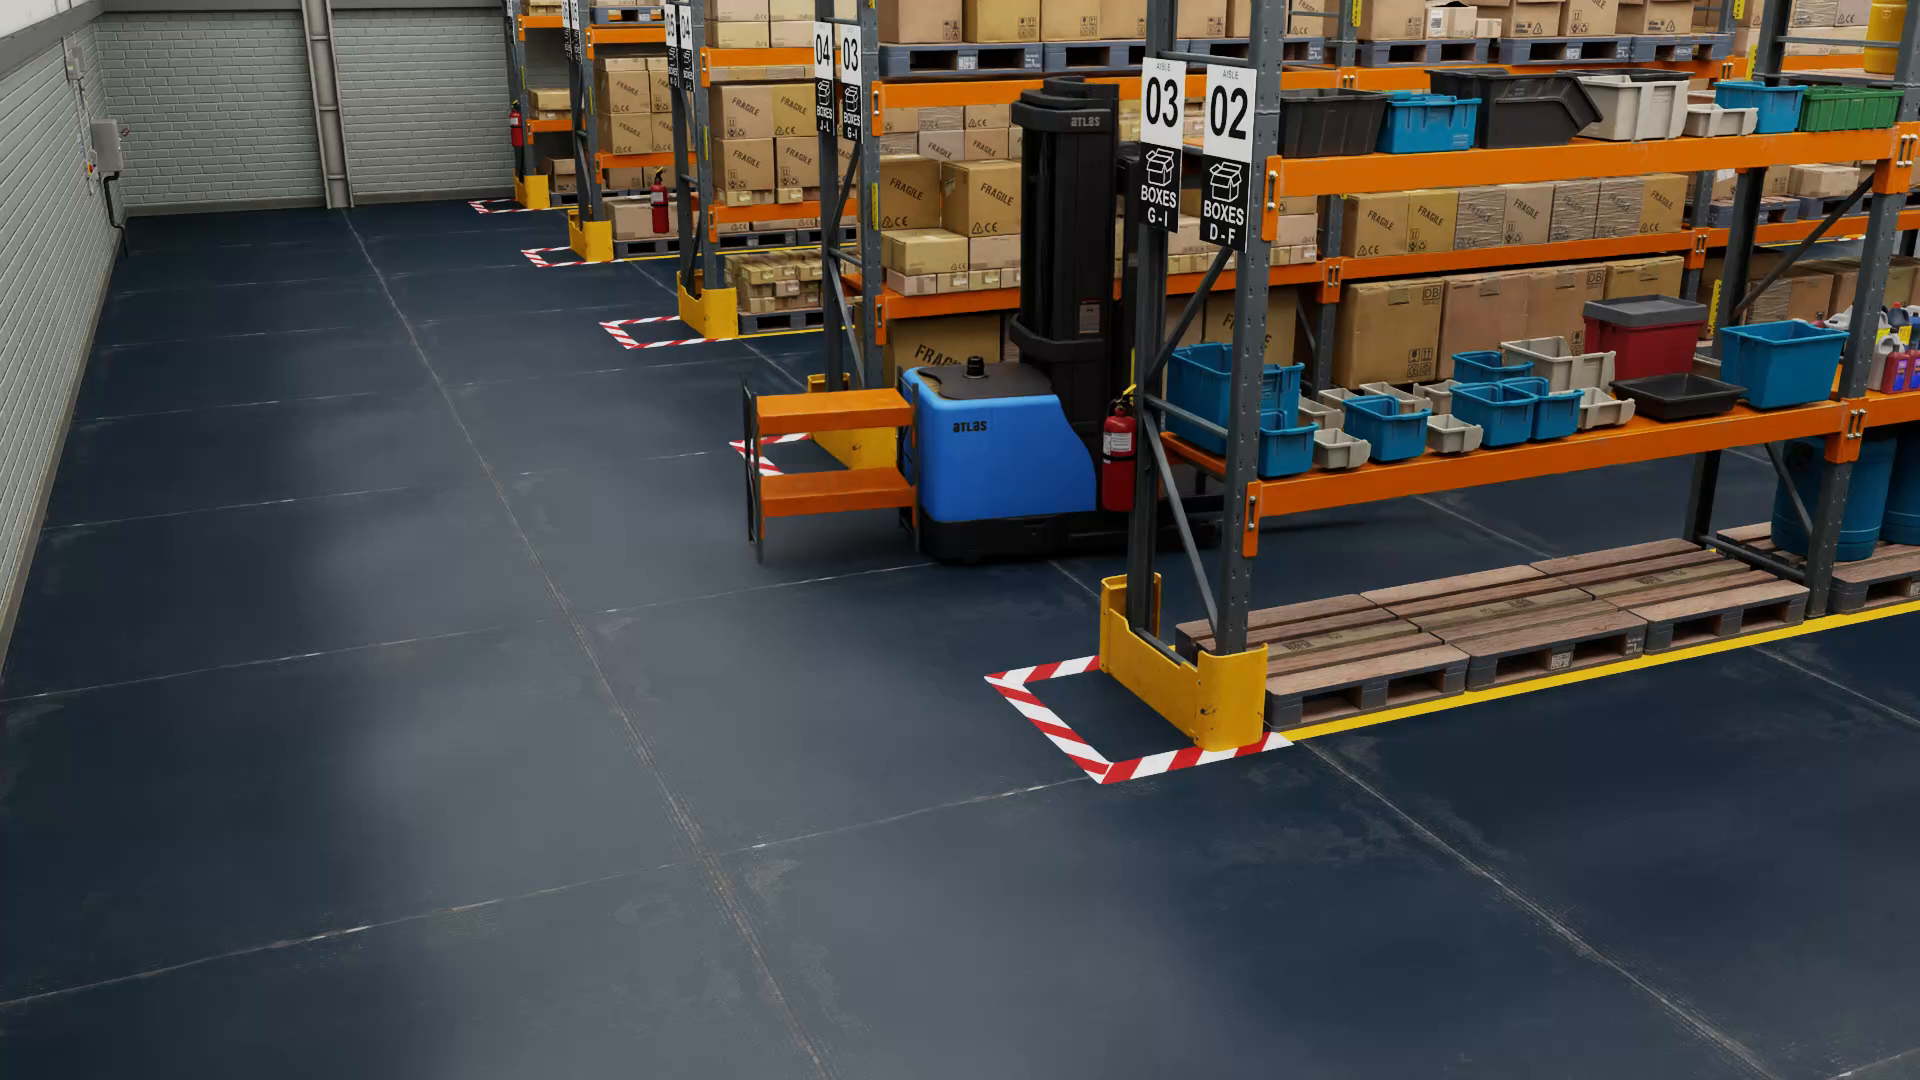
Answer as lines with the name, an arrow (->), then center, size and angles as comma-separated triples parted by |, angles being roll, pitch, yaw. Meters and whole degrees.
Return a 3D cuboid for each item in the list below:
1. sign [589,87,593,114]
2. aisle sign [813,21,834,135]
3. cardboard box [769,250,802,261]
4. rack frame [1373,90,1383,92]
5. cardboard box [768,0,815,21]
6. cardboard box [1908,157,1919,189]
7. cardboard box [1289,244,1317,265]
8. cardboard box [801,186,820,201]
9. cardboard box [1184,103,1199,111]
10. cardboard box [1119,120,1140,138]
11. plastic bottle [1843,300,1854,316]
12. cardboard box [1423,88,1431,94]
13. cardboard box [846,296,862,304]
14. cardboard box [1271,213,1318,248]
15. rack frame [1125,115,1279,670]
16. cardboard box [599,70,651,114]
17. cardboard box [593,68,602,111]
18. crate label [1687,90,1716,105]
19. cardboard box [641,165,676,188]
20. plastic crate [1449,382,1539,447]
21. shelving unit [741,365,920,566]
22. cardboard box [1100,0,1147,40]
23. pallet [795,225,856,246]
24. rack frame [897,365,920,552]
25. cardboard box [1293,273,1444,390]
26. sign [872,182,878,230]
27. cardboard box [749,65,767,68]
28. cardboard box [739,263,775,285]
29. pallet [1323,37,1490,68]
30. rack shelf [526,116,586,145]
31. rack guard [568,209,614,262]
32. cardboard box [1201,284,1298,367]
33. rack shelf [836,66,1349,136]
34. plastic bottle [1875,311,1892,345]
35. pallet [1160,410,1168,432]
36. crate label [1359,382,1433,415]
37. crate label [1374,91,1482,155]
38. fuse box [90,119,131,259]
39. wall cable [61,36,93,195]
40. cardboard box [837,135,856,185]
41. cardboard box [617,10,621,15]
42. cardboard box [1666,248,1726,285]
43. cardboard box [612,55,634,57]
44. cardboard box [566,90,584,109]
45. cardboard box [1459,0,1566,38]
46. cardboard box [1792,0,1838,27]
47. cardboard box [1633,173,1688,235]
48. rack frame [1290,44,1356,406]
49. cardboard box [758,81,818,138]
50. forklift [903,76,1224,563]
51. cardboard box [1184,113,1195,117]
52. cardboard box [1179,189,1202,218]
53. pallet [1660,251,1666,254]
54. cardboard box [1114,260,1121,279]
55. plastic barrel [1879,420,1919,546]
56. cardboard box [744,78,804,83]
sign -> -4.530, -5.392, 20.398 | 0.005, 0.325, 0.100 | -8, 21, -22
aisle sign -> -1.004, -3.403, 12.256 | 0.004, 0.787, 0.394 | -8, 21, -22
cardboard box -> -1.864, -2.990, 17.761 | 0.250, 0.149, 0.380 | -9, 21, -23
rack frame -> 4.655, -4.673, 19.777 | 0.127, 3.000, 1.000 | -8, 21, -22
cardboard box -> -1.706, -5.248, 16.367 | 0.500, 0.250, 0.500 | -8, 21, -23
cardboard box -> 9.415, -4.093, 16.593 | 1.000, 1.000, 1.000 | -8, 21, -22
cardboard box -> 2.704, -2.362, 13.593 | 0.250, 0.149, 0.380 | -8, 21, -22
cardboard box -> -1.594, -3.586, 17.068 | 0.250, 0.149, 0.380 | -7, 21, -19
cardboard box -> 3.246, -6.262, 24.036 | 0.250, 0.149, 0.380 | -10, 22, -25
cardboard box -> 1.779, -4.457, 18.014 | 0.250, 0.149, 0.380 | -8, 21, -20
plastic bottle -> 5.530, -1.308, 10.295 | 0.185, 0.351, 0.144 | -8, 21, -22
cardboard box -> 5.535, -5.315, 19.944 | 0.500, 0.500, 0.700 | -8, 21, -23
cardboard box -> -1.175, -2.602, 17.556 | 0.250, 0.149, 0.380 | -8, 21, -22
cardboard box -> 2.552, -2.552, 13.532 | 0.500, 0.250, 0.500 | -9, 21, -23
rack frame -> 1.143, -0.584, 8.165 | 0.127, 3.000, 1.000 | -8, 21, -22
cardboard box -> -4.191, -5.612, 20.788 | 0.500, 0.500, 0.500 | -9, 21, -23
cardboard box -> -4.396, -5.772, 21.241 | 0.500, 0.500, 0.500 | -7, 21, -20
crate label -> 4.252, -2.425, 9.273 | 0.466, 0.136, 0.293 | -8, 21, -22
cardboard box -> -4.789, -5.840, 26.224 | 0.500, 0.500, 0.500 | -8, 21, -21
plastic crate -> 2.709, -0.639, 8.482 | 0.300, 0.233, 0.416 | -8, 21, -22
shelving unit -> -0.830, -0.490, 10.719 | 1.048, 1.125, 0.538 | -5, 20, -13
cardboard box -> 1.127, -4.112, 12.734 | 0.500, 0.500, 0.700 | -7, 21, -20
pallet -> -1.801, -4.252, 22.779 | 1.213, 0.211, 1.003 | -8, 21, -22
rack frame -> -0.337, -0.531, 10.837 | 0.032, 1.125, 0.500 | -5, 20, -13
cardboard box -> 3.434, -1.907, 14.489 | 0.875, 0.875, 1.225 | -8, 21, -22
sign -> -0.605, -2.370, 11.815 | 0.005, 0.325, 0.100 | -8, 21, -22
cardboard box -> -2.647, -6.144, 21.323 | 0.250, 0.149, 0.380 | -8, 21, -22
cardboard box -> -2.075, -2.720, 16.995 | 0.250, 0.149, 0.380 | -9, 21, -24
pallet -> 3.676, -4.081, 13.868 | 1.217, 0.209, 0.805 | -9, 21, -24
rack shelf -> -4.877, -6.554, 26.202 | 4.000, 0.370, 1.077 | -8, 21, -22
rack guard -> -4.766, -3.935, 21.444 | 0.348, 0.500, 1.175 | -8, 21, -22
cardboard box -> 2.216, -1.754, 14.055 | 0.875, 0.875, 0.875 | -8, 21, -22
rack shelf -> 1.017, -3.433, 12.823 | 4.000, 0.370, 1.077 | -8, 21, -22
plastic bottle -> 5.587, -1.264, 10.170 | 0.185, 0.351, 0.144 | -8, 21, -22
pallet -> 1.003, -1.068, 13.737 | 1.213, 0.211, 1.003 | -8, 21, -22
crate label -> 2.338, -0.729, 8.881 | 0.243, 0.136, 0.396 | -8, 21, -22
crate label -> 2.118, -1.952, 7.756 | 0.502, 0.251, 0.408 | -8, 21, -22
fuse box -> -10.611, -4.420, 20.999 | 0.414, 1.711, 0.539 | -8, 21, -22
wall cable -> -9.913, -4.862, 18.737 | 0.123, 1.953, 0.585 | -8, 21, -22
cardboard box -> -1.233, -3.922, 17.045 | 0.500, 0.500, 0.500 | -8, 21, -21
cardboard box -> -5.147, -8.058, 25.252 | 0.250, 0.149, 0.380 | -8, 21, -23
cardboard box -> 7.130, -2.627, 15.938 | 0.500, 0.250, 0.500 | -7, 21, -20
cardboard box -> -4.271, -6.091, 21.171 | 0.250, 0.149, 0.380 | -8, 21, -21
cardboard box -> -5.728, -6.743, 25.436 | 0.500, 0.250, 0.500 | -8, 21, -21
cardboard box -> 4.659, -4.534, 14.077 | 0.637, 0.503, 0.797 | -8, 21, -23
cardboard box -> 7.527, -4.894, 14.985 | 0.500, 0.500, 0.500 | -8, 21, -22
cardboard box -> 6.172, -3.054, 15.028 | 0.500, 0.500, 0.500 | -7, 21, -20
rack frame -> 2.854, -2.621, 13.949 | 0.127, 3.000, 1.000 | -8, 21, -22
cardboard box -> -1.713, -4.326, 16.688 | 0.500, 0.500, 0.500 | -8, 21, -20
forklift -> 1.181, -1.482, 10.817 | 3.031, 2.935, 1.130 | -5, 20, -13
cardboard box -> 2.470, -4.791, 18.961 | 0.250, 0.149, 0.380 | -9, 21, -24
cardboard box -> 2.076, -2.838, 13.213 | 0.500, 0.500, 0.500 | -8, 21, -21
pallet -> 9.057, -3.960, 21.951 | 1.213, 0.211, 1.003 | -8, 21, -22
cardboard box -> 1.049, -2.125, 12.919 | 0.250, 0.149, 0.380 | -9, 21, -23
plastic barrel -> 5.972, -0.478, 10.391 | 0.708, 0.901, 0.600 | -8, 21, -22
cardboard box -> -1.904, -4.482, 17.132 | 0.500, 0.500, 0.500 | -9, 21, -24
